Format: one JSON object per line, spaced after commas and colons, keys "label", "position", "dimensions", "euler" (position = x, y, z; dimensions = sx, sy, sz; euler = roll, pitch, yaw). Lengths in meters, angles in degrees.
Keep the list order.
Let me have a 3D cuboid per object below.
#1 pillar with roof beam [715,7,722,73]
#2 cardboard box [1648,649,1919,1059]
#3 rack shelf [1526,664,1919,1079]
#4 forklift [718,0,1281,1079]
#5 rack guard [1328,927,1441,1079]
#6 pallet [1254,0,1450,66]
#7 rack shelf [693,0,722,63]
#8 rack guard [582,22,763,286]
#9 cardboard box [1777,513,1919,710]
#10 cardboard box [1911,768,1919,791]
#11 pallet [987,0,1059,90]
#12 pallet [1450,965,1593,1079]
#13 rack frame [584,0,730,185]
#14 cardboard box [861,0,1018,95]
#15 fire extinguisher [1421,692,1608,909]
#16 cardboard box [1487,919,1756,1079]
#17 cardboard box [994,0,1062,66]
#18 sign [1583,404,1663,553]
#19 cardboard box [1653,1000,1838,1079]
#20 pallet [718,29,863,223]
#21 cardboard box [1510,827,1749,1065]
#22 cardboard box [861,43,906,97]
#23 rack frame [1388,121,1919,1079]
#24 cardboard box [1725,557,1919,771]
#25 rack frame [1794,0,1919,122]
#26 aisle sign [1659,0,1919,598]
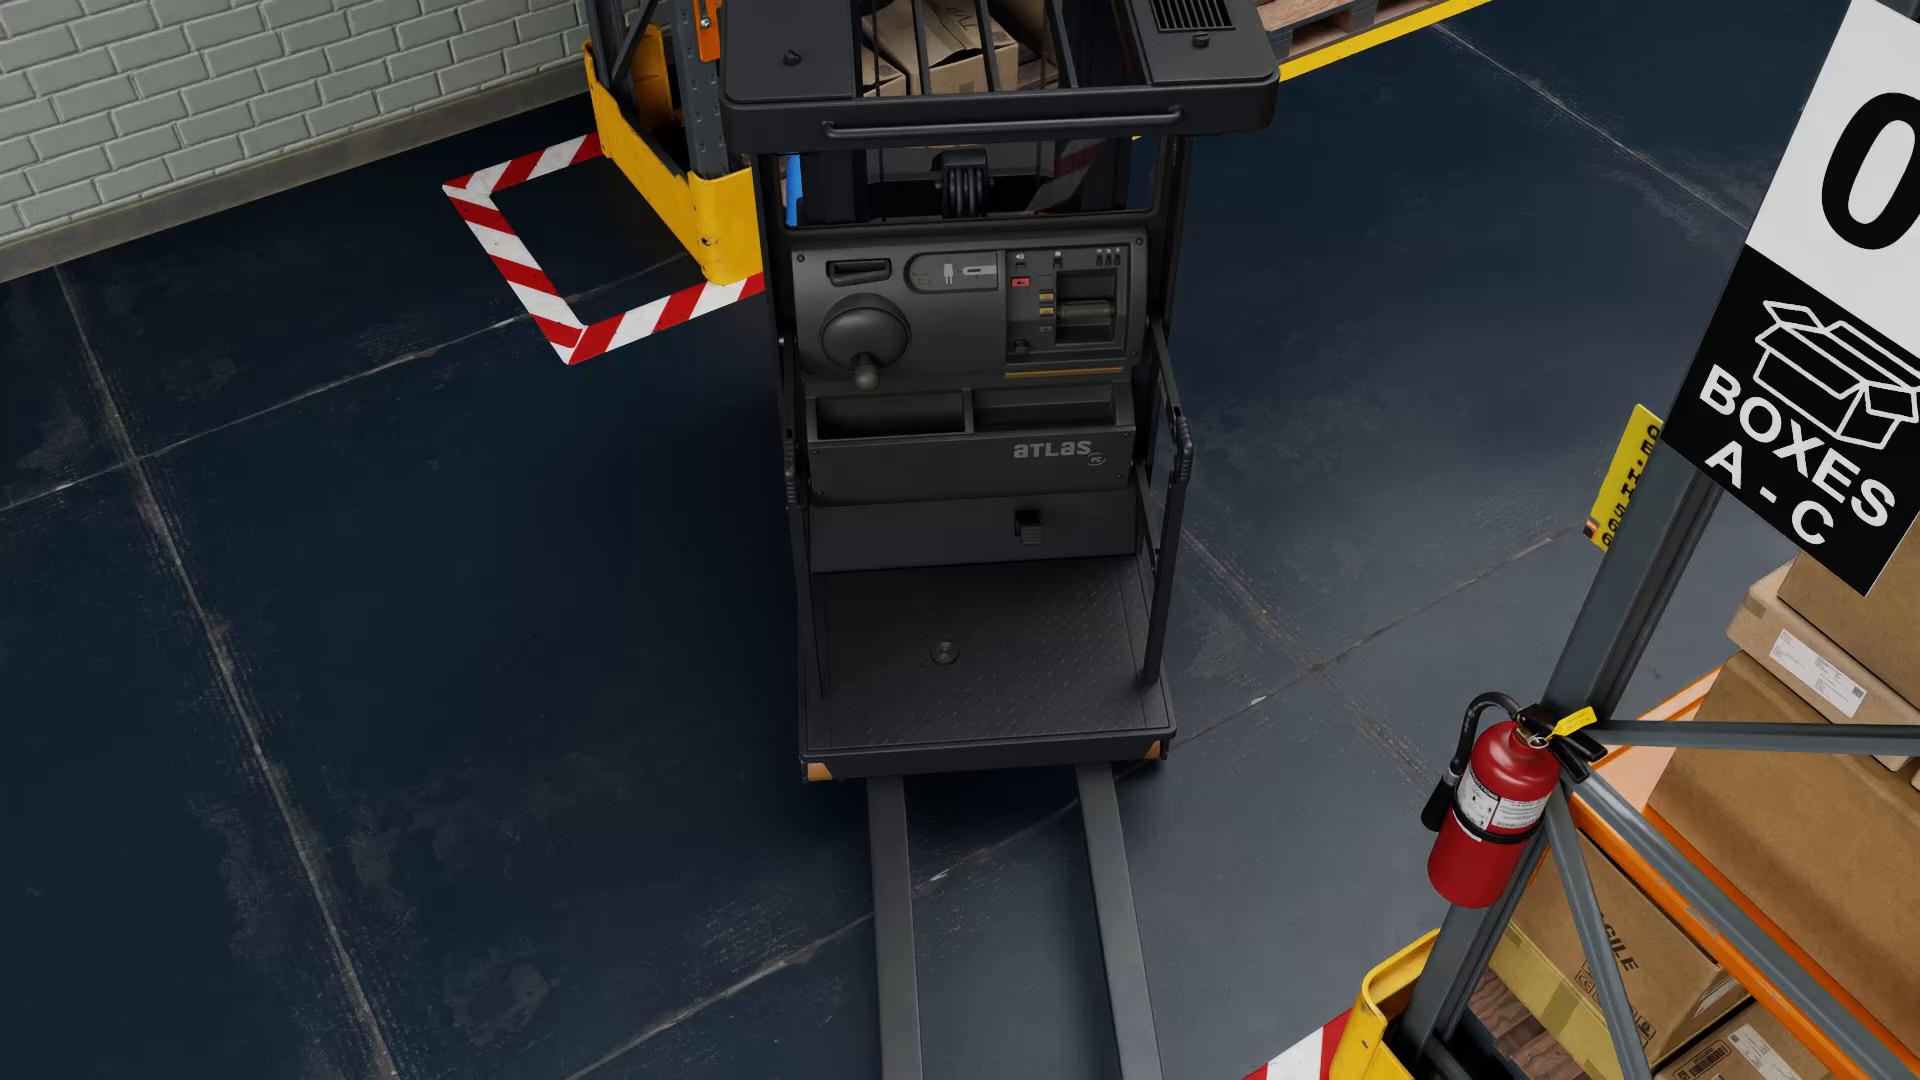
{"label": "pillar with roof beam", "position": [1.224, -2.507, 1.957], "dimensions": [0.400, 9.000, 9.100], "euler": [-25, 53, -21]}
{"label": "cardboard box", "position": [1.844, 0.511, 3.220], "dimensions": [0.500, 0.500, 0.700], "euler": [-25, 53, -21]}
{"label": "rack shelf", "position": [3.134, 0.164, 4.077], "dimensions": [4.000, 0.370, 1.077], "euler": [-25, 53, -21]}
{"label": "forklift", "position": [0.049, -0.507, 4.239], "dimensions": [1.130, 2.935, 3.031], "euler": [-3, 48, -3]}
{"label": "rack guard", "position": [1.422, 1.563, 4.023], "dimensions": [0.348, 0.500, 1.175], "euler": [-25, 53, -21]}
{"label": "pallet", "position": [1.630, -2.782, 8.086], "dimensions": [1.213, 0.211, 1.003], "euler": [-25, 53, -21]}
{"label": "rack shelf", "position": [0.488, -2.963, 6.862], "dimensions": [4.000, 0.370, 1.077], "euler": [-25, 53, -21]}
{"label": "rack guard", "position": [-1.139, -1.604, 6.844], "dimensions": [0.348, 0.500, 1.175], "euler": [-25, 53, -21]}
{"label": "cardboard box", "position": [1.889, 0.058, 2.754], "dimensions": [0.500, 0.500, 0.700], "euler": [-25, 53, -21]}
{"label": "cardboard box", "position": [1.889, 0.453, 2.837], "dimensions": [0.250, 0.149, 0.380], "euler": [-26, 53, -21]}
{"label": "pallet", "position": [0.597, -2.293, 7.650], "dimensions": [1.213, 0.211, 1.003], "euler": [-25, 53, -21]}
{"label": "pallet", "position": [2.067, 1.318, 4.435], "dimensions": [1.213, 0.211, 1.003], "euler": [-25, 53, -21]}
{"label": "rack frame", "position": [-1.204, -2.405, 5.883], "dimensions": [0.127, 3.000, 1.000], "euler": [-25, 53, -21]}
{"label": "cardboard box", "position": [-0.088, -2.103, 7.120], "dimensions": [0.500, 0.311, 0.500], "euler": [-21, 52, -18]}
{"label": "fire extinguisher", "position": [1.095, 0.501, 3.347], "dimensions": [0.183, 0.674, 0.296], "euler": [-25, 53, -21]}
{"label": "cardboard box", "position": [1.739, 1.096, 4.325], "dimensions": [0.500, 0.250, 0.500], "euler": [-25, 53, -21]}
{"label": "cardboard box", "position": [0.559, -2.427, 7.282], "dimensions": [0.500, 0.500, 0.700], "euler": [-28, 54, -23]}
{"label": "sign", "position": [1.165, -0.090, 2.888], "dimensions": [0.005, 0.325, 0.100], "euler": [-25, 53, -21]}
{"label": "cardboard box", "position": [2.015, 1.424, 4.034], "dimensions": [0.500, 0.250, 0.500], "euler": [-25, 53, -21]}
{"label": "pallet", "position": [-0.433, -1.810, 7.220], "dimensions": [1.213, 0.211, 1.003], "euler": [-25, 53, -21]}
{"label": "cardboard box", "position": [1.737, 0.846, 4.046], "dimensions": [0.500, 0.500, 0.500], "euler": [-25, 53, -21]}
{"label": "cardboard box", "position": [-0.571, -1.876, 6.918], "dimensions": [0.500, 0.311, 0.500], "euler": [-31, 55, -25]}
{"label": "rack frame", "position": [1.443, 0.722, 3.098], "dimensions": [0.127, 3.000, 1.000], "euler": [-25, 53, -21]}
{"label": "cardboard box", "position": [1.664, 0.200, 3.062], "dimensions": [0.250, 0.149, 0.380], "euler": [-26, 53, -21]}
{"label": "rack frame", "position": [1.443, -1.273, 0.858], "dimensions": [0.127, 3.000, 1.000], "euler": [-25, 53, -21]}
{"label": "aisle sign", "position": [1.230, -0.302, 2.269], "dimensions": [0.004, 0.787, 0.394], "euler": [-25, 53, -21]}
